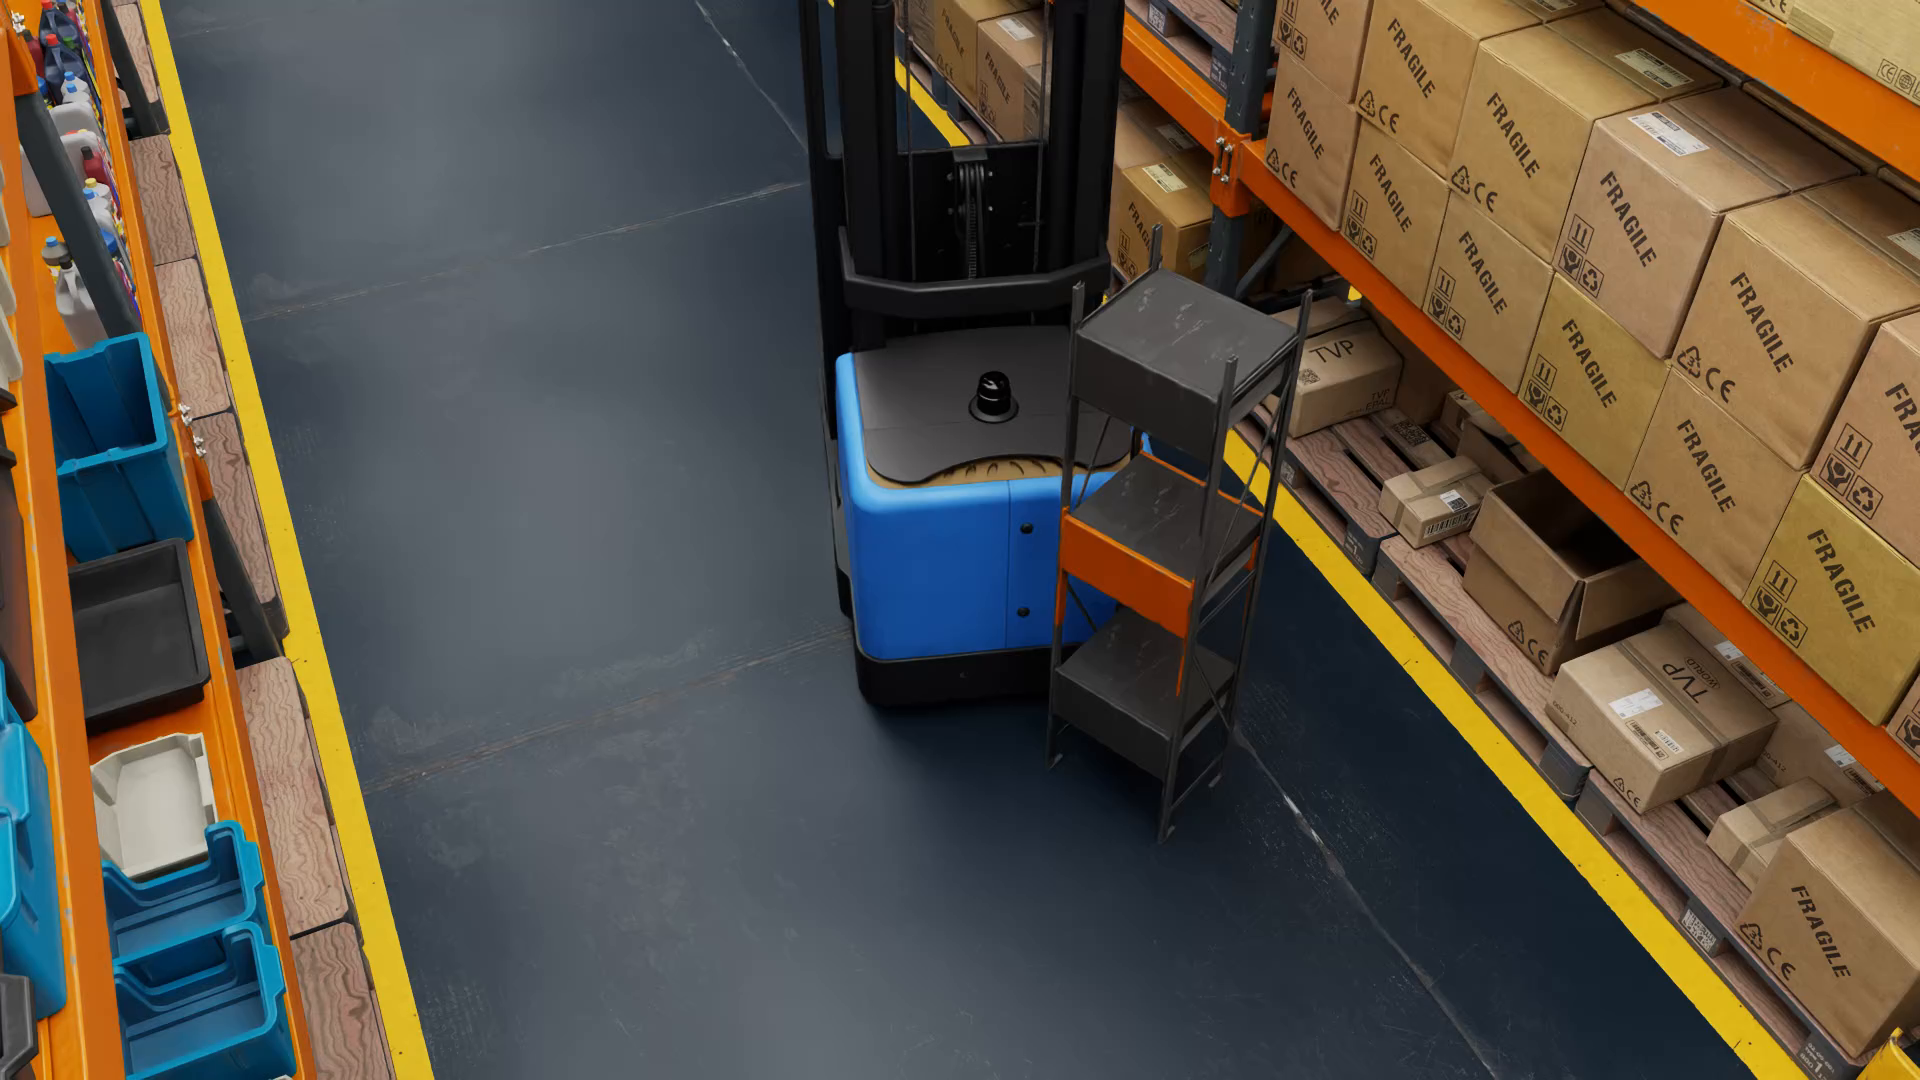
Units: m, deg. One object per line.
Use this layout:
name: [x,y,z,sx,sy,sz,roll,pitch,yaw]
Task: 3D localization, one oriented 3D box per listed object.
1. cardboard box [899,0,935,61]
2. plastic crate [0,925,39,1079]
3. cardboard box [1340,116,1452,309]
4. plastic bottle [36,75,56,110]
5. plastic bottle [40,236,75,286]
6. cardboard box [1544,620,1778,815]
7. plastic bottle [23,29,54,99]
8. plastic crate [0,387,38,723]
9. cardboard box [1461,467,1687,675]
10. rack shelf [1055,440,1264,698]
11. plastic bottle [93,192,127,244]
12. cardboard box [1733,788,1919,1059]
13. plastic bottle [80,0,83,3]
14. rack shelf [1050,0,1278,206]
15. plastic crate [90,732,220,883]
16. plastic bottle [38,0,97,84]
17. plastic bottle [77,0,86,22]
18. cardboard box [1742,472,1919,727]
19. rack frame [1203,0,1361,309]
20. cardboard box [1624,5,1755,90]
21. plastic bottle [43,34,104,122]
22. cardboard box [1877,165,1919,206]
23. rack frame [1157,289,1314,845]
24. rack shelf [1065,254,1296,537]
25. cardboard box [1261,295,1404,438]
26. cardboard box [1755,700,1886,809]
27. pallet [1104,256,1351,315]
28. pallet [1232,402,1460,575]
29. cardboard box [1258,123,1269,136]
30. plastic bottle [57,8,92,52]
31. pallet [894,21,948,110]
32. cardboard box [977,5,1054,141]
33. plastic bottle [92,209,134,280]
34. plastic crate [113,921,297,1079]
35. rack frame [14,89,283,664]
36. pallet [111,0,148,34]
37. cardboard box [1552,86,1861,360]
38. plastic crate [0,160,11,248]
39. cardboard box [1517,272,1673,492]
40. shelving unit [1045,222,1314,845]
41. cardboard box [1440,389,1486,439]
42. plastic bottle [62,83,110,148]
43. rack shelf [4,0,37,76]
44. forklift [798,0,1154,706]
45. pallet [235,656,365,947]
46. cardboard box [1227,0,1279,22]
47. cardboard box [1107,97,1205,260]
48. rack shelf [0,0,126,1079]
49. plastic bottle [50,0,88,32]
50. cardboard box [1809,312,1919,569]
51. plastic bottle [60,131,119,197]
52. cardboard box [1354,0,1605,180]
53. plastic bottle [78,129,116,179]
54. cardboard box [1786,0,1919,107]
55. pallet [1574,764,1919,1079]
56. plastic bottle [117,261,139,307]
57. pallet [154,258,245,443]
cardboard box: [-0.009,-2.998,9.120,0.500,0.500,0.500,-20,48,-19]
plastic crate: [-1.207,0.772,1.790,0.497,0.269,0.590,-18,47,-17]
cardboard box: [1.701,-1.194,5.753,0.500,0.500,0.500,-17,47,-17]
plastic bottle: [-3.553,-1.692,6.420,0.097,0.271,0.097,0,45,0]
plastic bottle: [-3.088,-0.950,5.718,0.097,0.201,0.097,0,45,0]
cardboard box: [2.373,0.594,5.657,0.500,0.250,0.500,-18,47,-17]
plastic bottle: [-3.678,-1.916,6.639,0.061,0.283,0.133,-18,47,-17]
plastic crate: [-1.691,0.020,2.503,0.504,0.338,0.767,-18,47,-17]
cardboard box: [2.310,0.039,6.039,0.797,0.503,0.637,-18,47,-17]
rack shelf: [0.623,0.087,5.186,0.480,0.518,0.431,31,52,27]
plastic bottle: [-3.048,-1.143,5.914,0.097,0.201,0.097,0,45,0]
cardboard box: [2.745,1.119,4.946,0.500,0.500,0.500,-18,47,-17]
plastic bottle: [-3.894,-2.450,7.189,0.097,0.271,0.097,0,45,0]
rack shelf: [0.675,-2.907,8.073,1.077,0.370,4.000,-18,47,-17]
plastic crate: [-1.975,0.665,4.086,0.293,0.136,0.466,-18,47,-17]
plastic bottle: [-3.595,-1.986,6.662,0.144,0.351,0.185,-18,47,-17]
plastic bottle: [-3.812,-2.326,7.063,0.097,0.271,0.097,0,45,0]
cardboard box: [2.541,0.090,4.452,0.500,0.500,0.500,-18,47,-17]
rack frame: [1.515,-1.889,6.529,1.000,3.000,0.127,-18,47,-17]
cardboard box: [2.393,-1.388,5.238,0.500,0.500,0.500,-18,47,-17]
plastic bottle: [-3.462,-1.783,6.457,0.144,0.351,0.185,-18,47,-17]
cardboard box: [2.817,-0.743,4.585,0.500,0.500,0.500,-17,47,-17]
rack frame: [0.810,0.187,5.065,0.015,2.100,0.400,31,52,27]
rack shelf: [0.623,-0.411,4.695,0.480,0.518,0.431,31,52,27]
cardboard box: [1.496,-0.757,6.983,0.500,0.311,0.500,-18,47,-17]
cardboard box: [3.016,0.733,5.516,0.500,0.250,0.500,-18,47,-17]
pallet: [1.139,-1.404,8.022,1.003,0.211,1.213,-18,47,-17]
pallet: [1.803,-0.458,7.064,1.003,0.211,1.213,-18,47,-17]
cardboard box: [1.299,-1.873,7.979,0.500,0.500,0.500,-17,47,-17]
plastic bottle: [-3.690,-2.115,6.899,0.097,0.201,0.097,0,45,0]
pallet: [0.113,-2.958,9.598,1.003,0.211,1.213,-18,47,-17]
cardboard box: [0.421,-2.346,8.459,0.500,0.500,0.500,-20,48,-19]
plastic bottle: [-2.983,-1.025,5.742,0.152,0.276,0.135,-18,47,-17]
plastic crate: [-1.657,1.065,3.611,0.416,0.233,0.300,-18,47,-17]
rack frame: [-2.980,-0.429,5.049,1.000,3.000,0.127,-18,47,-17]
pallet: [-5.462,-3.266,9.910,1.003,0.211,1.213,-18,47,-17]
cardboard box: [2.109,-0.912,4.755,0.500,0.500,0.500,-17,47,-16]
plastic crate: [-2.100,-0.704,3.380,0.293,0.136,0.466,-18,47,-17]
cardboard box: [2.124,-0.551,5.101,0.500,0.500,0.500,-19,48,-18]
shelving unit: [0.623,0.077,5.177,0.503,2.100,0.431,31,52,27]
cardboard box: [2.225,-0.530,6.868,0.380,0.149,0.250,-18,47,-17]
plastic bottle: [-3.340,-1.610,6.338,0.097,0.271,0.097,0,45,0]
rack shelf: [-3.821,-2.515,5.539,1.077,0.370,4.000,-18,47,-17]
forklift: [-0.025,-1.481,6.165,1.130,2.935,3.031,-5,45,-5]
pallet: [-2.636,1.021,5.565,1.003,0.211,1.213,-18,47,-17]
cardboard box: [1.519,-2.442,6.719,0.700,0.500,0.500,-34,54,-30]
cardboard box: [0.848,-1.703,7.807,0.500,0.500,0.500,-18,47,-17]
rack shelf: [-2.139,0.034,2.956,1.077,0.370,4.000,-18,47,-17]
plastic bottle: [-3.771,-2.239,7.025,0.097,0.201,0.097,0,45,0]
cardboard box: [2.548,-0.256,4.090,0.500,0.500,0.500,-17,47,-16]
plastic bottle: [-3.219,-1.382,6.103,0.152,0.276,0.135,-18,47,-17]
cardboard box: [1.676,-1.568,5.421,0.500,0.500,0.500,-19,48,-19]
plastic bottle: [-3.243,-1.437,6.212,0.097,0.201,0.097,0,45,0]
cardboard box: [2.320,-1.240,3.843,0.500,0.250,0.500,-18,47,-17]
pallet: [2.829,1.097,5.489,1.003,0.211,1.213,-18,47,-17]
plastic bottle: [-2.869,-0.871,5.638,0.097,0.201,0.097,0,45,0]
pallet: [-3.784,-0.719,7.328,1.003,0.211,1.213,-18,47,-17]
